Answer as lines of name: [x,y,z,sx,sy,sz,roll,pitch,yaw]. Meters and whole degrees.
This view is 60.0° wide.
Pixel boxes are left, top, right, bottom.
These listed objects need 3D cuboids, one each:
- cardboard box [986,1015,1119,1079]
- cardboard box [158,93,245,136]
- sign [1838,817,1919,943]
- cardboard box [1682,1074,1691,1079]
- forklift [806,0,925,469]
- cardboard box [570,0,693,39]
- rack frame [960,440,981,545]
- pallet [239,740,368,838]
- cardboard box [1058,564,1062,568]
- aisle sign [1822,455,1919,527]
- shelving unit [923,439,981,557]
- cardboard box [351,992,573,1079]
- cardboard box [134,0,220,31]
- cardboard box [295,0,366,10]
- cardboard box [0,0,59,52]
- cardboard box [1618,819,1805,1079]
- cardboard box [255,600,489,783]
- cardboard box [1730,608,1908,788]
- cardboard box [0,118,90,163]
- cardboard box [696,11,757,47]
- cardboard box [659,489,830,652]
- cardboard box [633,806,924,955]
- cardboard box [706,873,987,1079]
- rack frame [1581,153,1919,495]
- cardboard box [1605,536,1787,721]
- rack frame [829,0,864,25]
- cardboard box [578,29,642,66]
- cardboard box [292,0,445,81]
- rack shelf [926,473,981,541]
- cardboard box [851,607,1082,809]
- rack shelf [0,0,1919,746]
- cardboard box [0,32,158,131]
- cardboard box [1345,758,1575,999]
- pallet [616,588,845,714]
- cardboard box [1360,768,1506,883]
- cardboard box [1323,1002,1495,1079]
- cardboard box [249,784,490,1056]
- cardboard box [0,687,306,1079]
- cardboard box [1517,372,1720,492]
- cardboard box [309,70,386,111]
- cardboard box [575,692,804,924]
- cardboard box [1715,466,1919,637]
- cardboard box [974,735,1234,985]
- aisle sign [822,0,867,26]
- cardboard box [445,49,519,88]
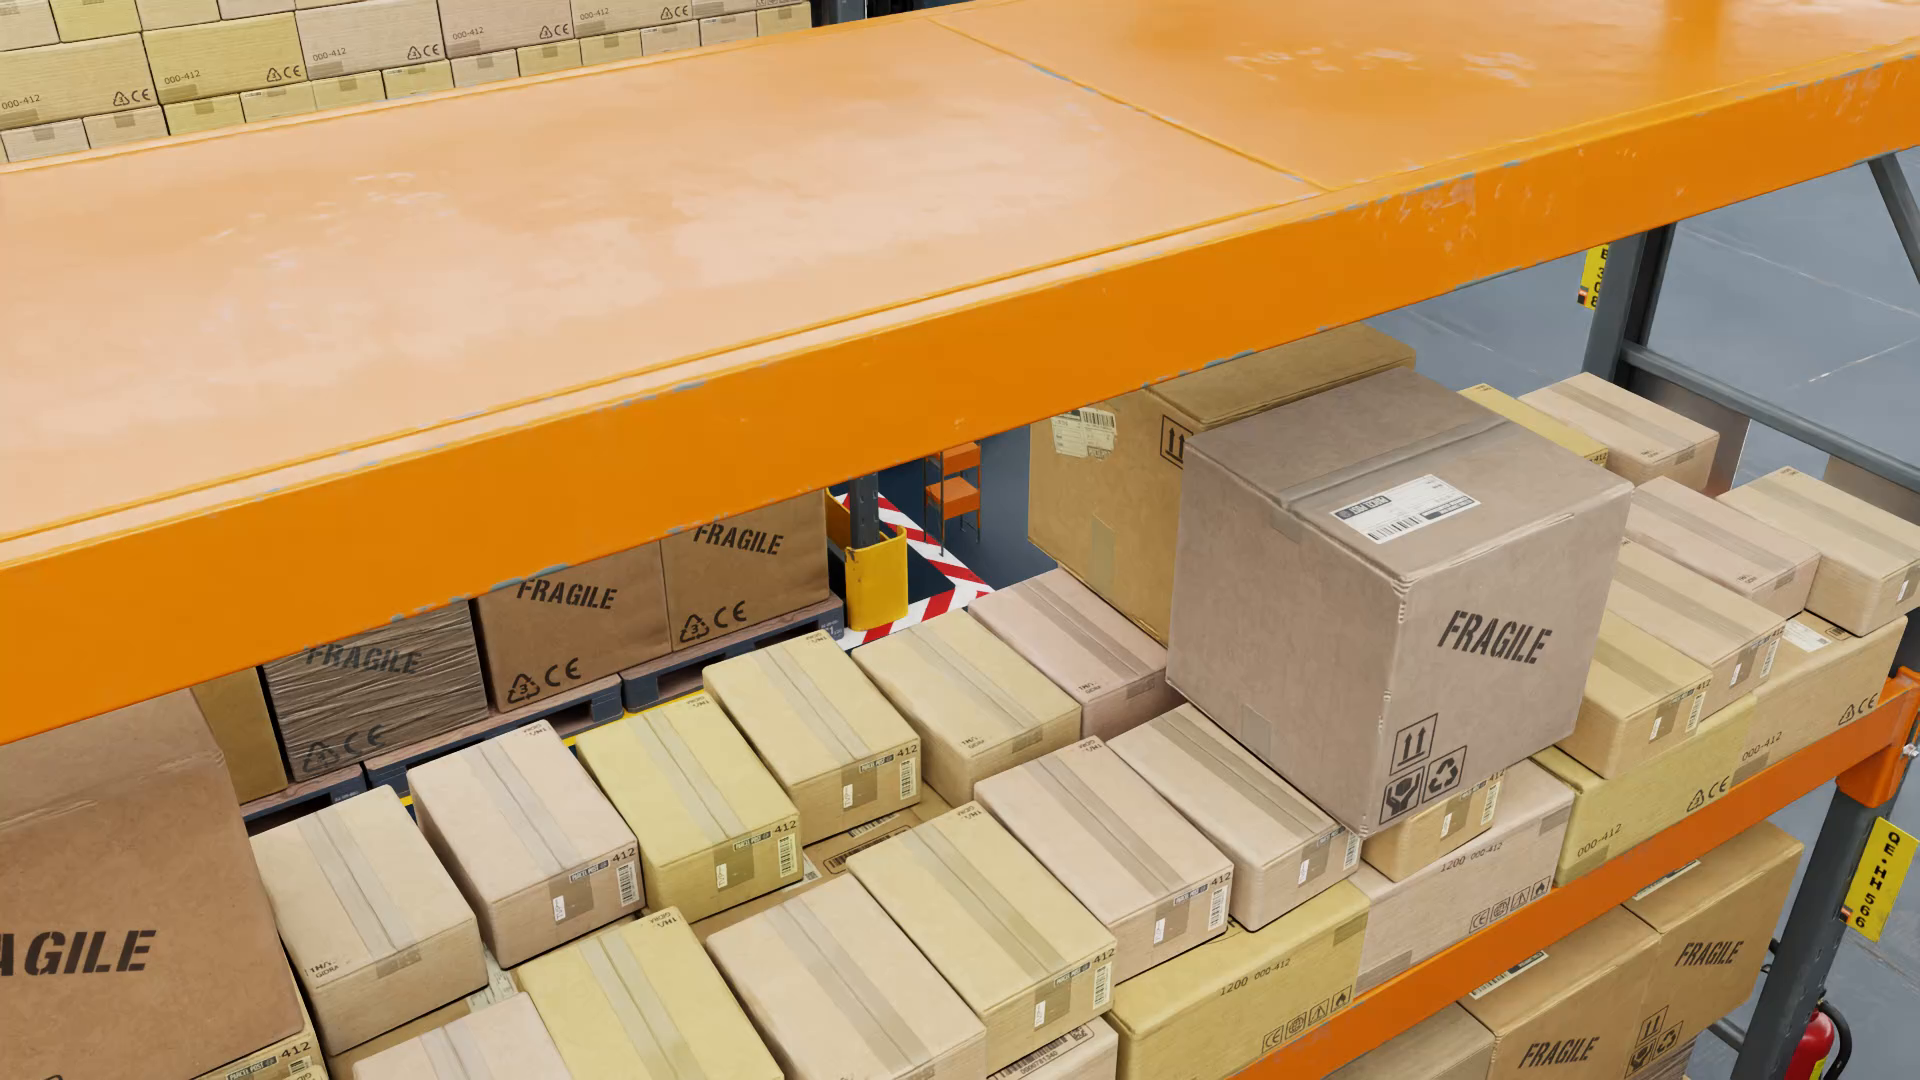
cardboard box: [-0.107,0.812,2.603,0.500,0.250,0.500,-21,38,-29]
cardboard box: [-2.747,-1.557,5.966,0.250,0.149,0.380,-20,37,-28]
sign: [2.157,0.801,3.909,0.005,0.325,0.100,-19,37,-27]
cardboard box: [1.745,1.451,4.495,0.250,0.149,0.380,-19,37,-27]
forklift: [-0.947,-2.395,10.422,1.130,2.935,3.031,-21,38,-29]
cardboard box: [-1.410,-2.223,6.648,0.500,0.250,0.500,-19,37,-27]
rack frame: [0.058,-0.464,9.123,0.008,1.050,0.200,-19,37,-27]
pallet: [-3.410,1.067,7.482,1.213,0.211,1.003,-19,37,-27]
cardboard box: [0.405,0.133,3.305,0.250,0.149,0.380,-21,38,-29]
aisle sign: [2.088,0.187,3.827,0.004,0.787,0.394,-19,37,-27]
shelving unit: [-0.045,-0.429,9.067,0.252,1.050,0.215,-19,37,-27]
cardboard box: [-0.622,0.820,2.216,0.250,0.149,0.380,-19,37,-27]
cardboard box: [-2.745,-1.895,5.754,0.250,0.149,0.380,-19,37,-27]
cardboard box: [-2.323,-2.039,5.982,0.250,0.149,0.380,-19,37,-27]
cardboard box: [-3.175,-1.747,5.519,0.250,0.149,0.380,-19,37,-28]
cardboard box: [1.545,0.849,3.905,0.500,0.500,0.500,-19,37,-27]
cardboard box: [-2.769,0.381,7.554,0.875,0.875,0.875,-19,37,-27]
cardboard box: [1.605,0.218,3.544,0.500,0.250,0.500,-18,36,-26]
cardboard box: [-3.174,-1.410,5.731,0.250,0.149,0.380,-19,37,-27]
cardboard box: [-1.037,-2.145,6.898,0.250,0.149,0.380,-19,37,-27]
cardboard box: [-1.263,-0.137,8.375,0.875,0.875,0.875,-19,37,-27]
cardboard box: [-0.377,0.576,2.976,0.500,0.250,0.500,-19,37,-28]
cardboard box: [-0.168,0.692,2.418,0.250,0.149,0.380,-20,37,-28]
rack frame: [1.873,-1.367,3.105,0.127,3.000,1.000,-19,37,-27]
cardboard box: [1.356,0.167,3.251,0.250,0.149,0.380,-21,38,-29]
rack frame: [-0.729,-3.621,6.677,0.127,3.000,1.000,-19,37,-27]
cardboard box: [-1.466,-1.998,6.664,0.250,0.149,0.380,-19,37,-27]
cardboard box: [-2.257,-1.933,6.188,0.500,0.250,0.500,-19,37,-27]
rack shelf: [-0.045,-0.185,9.221,0.240,0.259,0.215,-19,37,-27]
cardboard box: [0.007,0.307,3.029,0.250,0.149,0.380,-20,38,-29]
rack shelf: [0.192,-0.484,2.381,4.000,0.370,1.077,-19,37,-27]
cardboard box: [-3.105,-1.641,5.724,0.500,0.250,0.500,-19,37,-28]
cardboard box: [0.752,0.508,3.084,0.500,0.250,0.500,-18,36,-26]
pallet: [-1.359,0.362,8.600,1.213,0.211,1.003,-19,37,-27]
cardboard box: [0.711,0.389,2.899,0.250,0.149,0.380,-21,38,-30]
cardboard box: [0.706,1.139,3.444,0.500,0.500,0.500,-19,37,-27]
cardboard box: [-0.934,0.581,2.594,0.250,0.149,0.380,-21,38,-30]
cardboard box: [-1.249,0.434,2.220,0.500,0.500,0.500,-20,37,-29]
cardboard box: [1.516,-0.228,3.877,0.250,0.149,0.380,-19,37,-28]
cardboard box: [-2.323,-1.702,6.195,0.250,0.149,0.380,-18,37,-27]
cardboard box: [-0.459,0.448,2.805,0.250,0.149,0.380,-18,36,-26]
cardboard box: [1.809,0.016,3.490,0.250,0.149,0.380,-19,37,-27]
cardboard box: [0.225,0.513,2.702,0.250,0.149,0.380,-18,36,-26]
aisle sign: [-0.507,-2.069,7.403,0.004,0.787,0.394,-19,37,-27]
cardboard box: [-1.893,-1.851,6.431,0.250,0.149,0.380,-19,37,-27]
